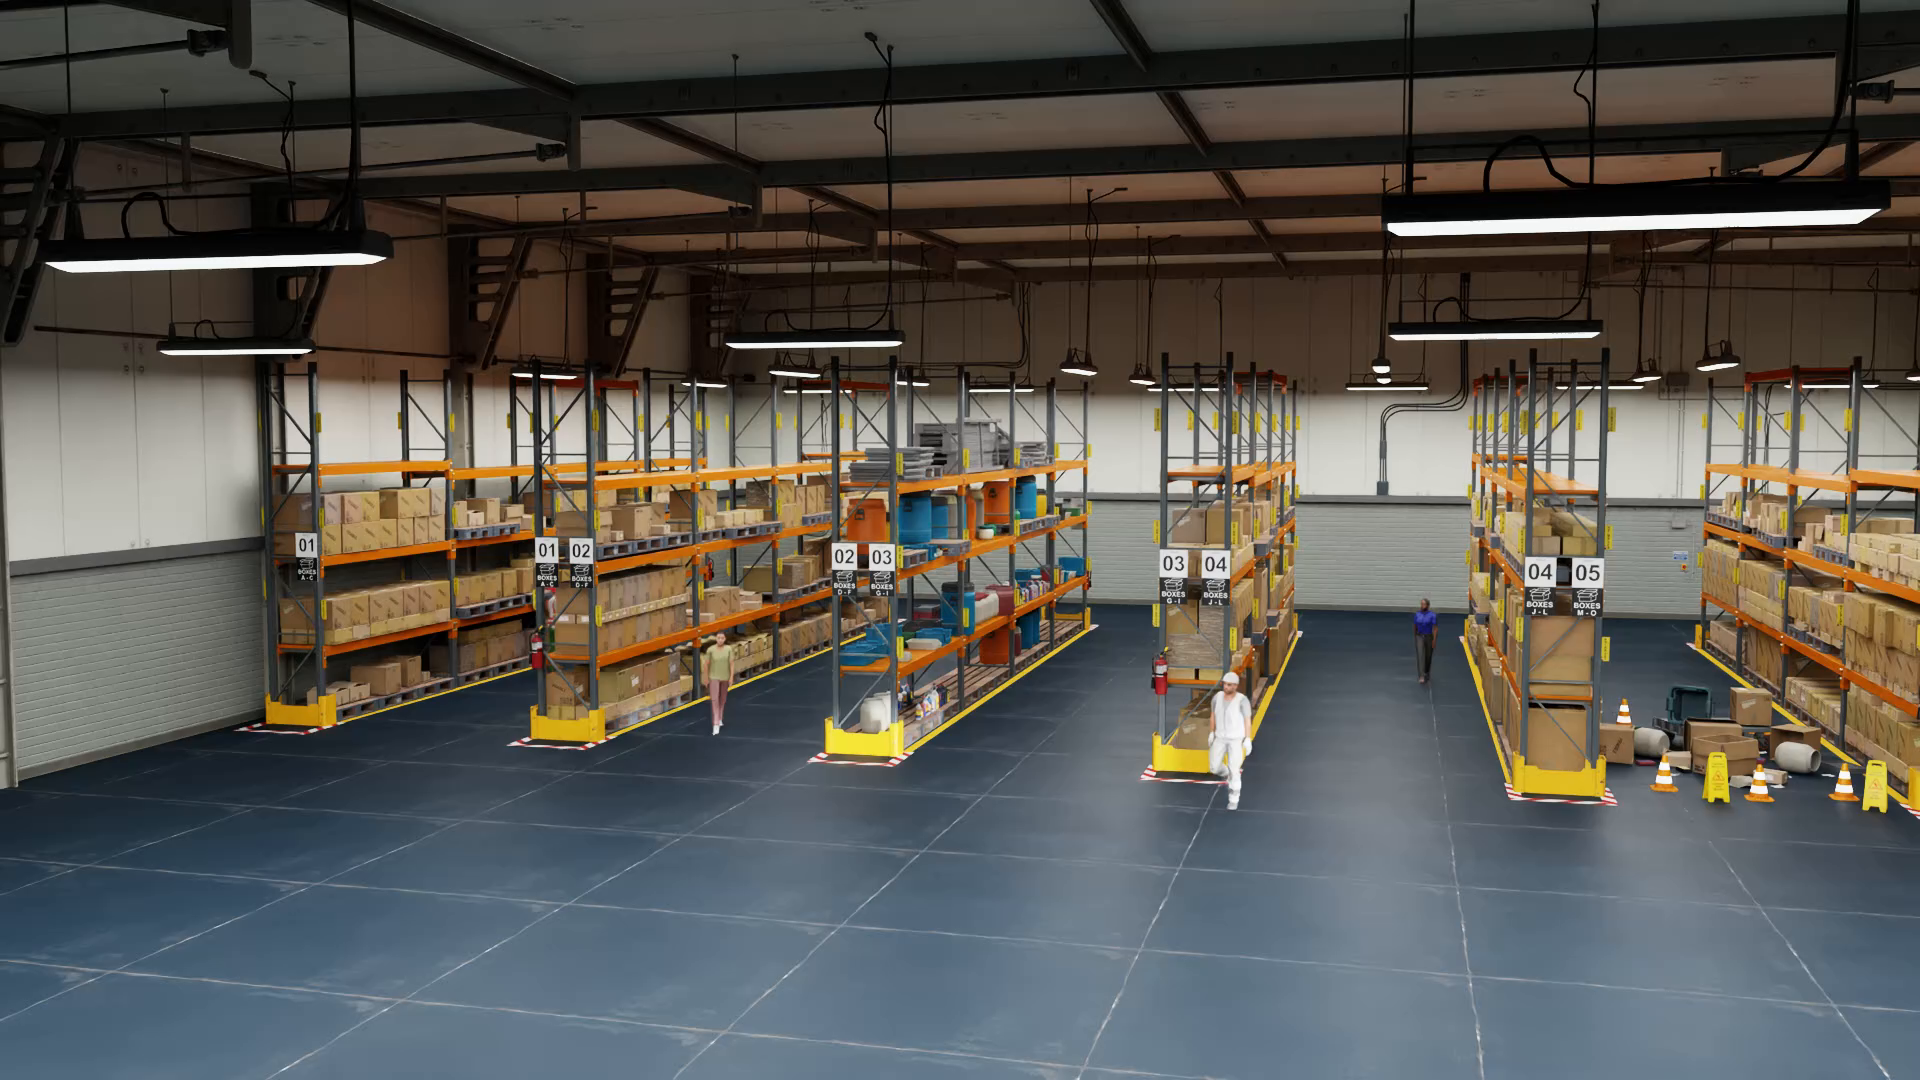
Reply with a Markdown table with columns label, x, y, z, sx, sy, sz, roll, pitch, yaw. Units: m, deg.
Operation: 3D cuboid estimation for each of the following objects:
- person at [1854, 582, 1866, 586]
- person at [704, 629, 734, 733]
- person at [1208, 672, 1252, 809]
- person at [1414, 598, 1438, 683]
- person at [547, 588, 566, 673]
| label | x | y | z | sx | sy | sz | roll | pitch | yaw |
| --- | --- | --- | --- | --- | --- | --- | --- | --- | --- |
| person | 20.652 | 1.497 | 38.117 | 0.972 | 1.633 | 0.441 | 0 | 4 | 4 |
| person | -3.904 | 2.261 | 27.024 | 0.491 | 1.624 | 0.928 | -2 | 4 | -25 |
| person | 3.555 | 2.584 | 21.679 | 0.627 | 1.777 | 0.587 | 3 | 5 | 35 |
| person | 9.007 | 1.923 | 32.165 | 0.421 | 1.594 | 1.033 | 1 | 4 | 12 |
| person | -8.074 | 1.767 | 33.247 | 0.570 | 1.779 | 0.499 | 3 | 5 | 32 |
